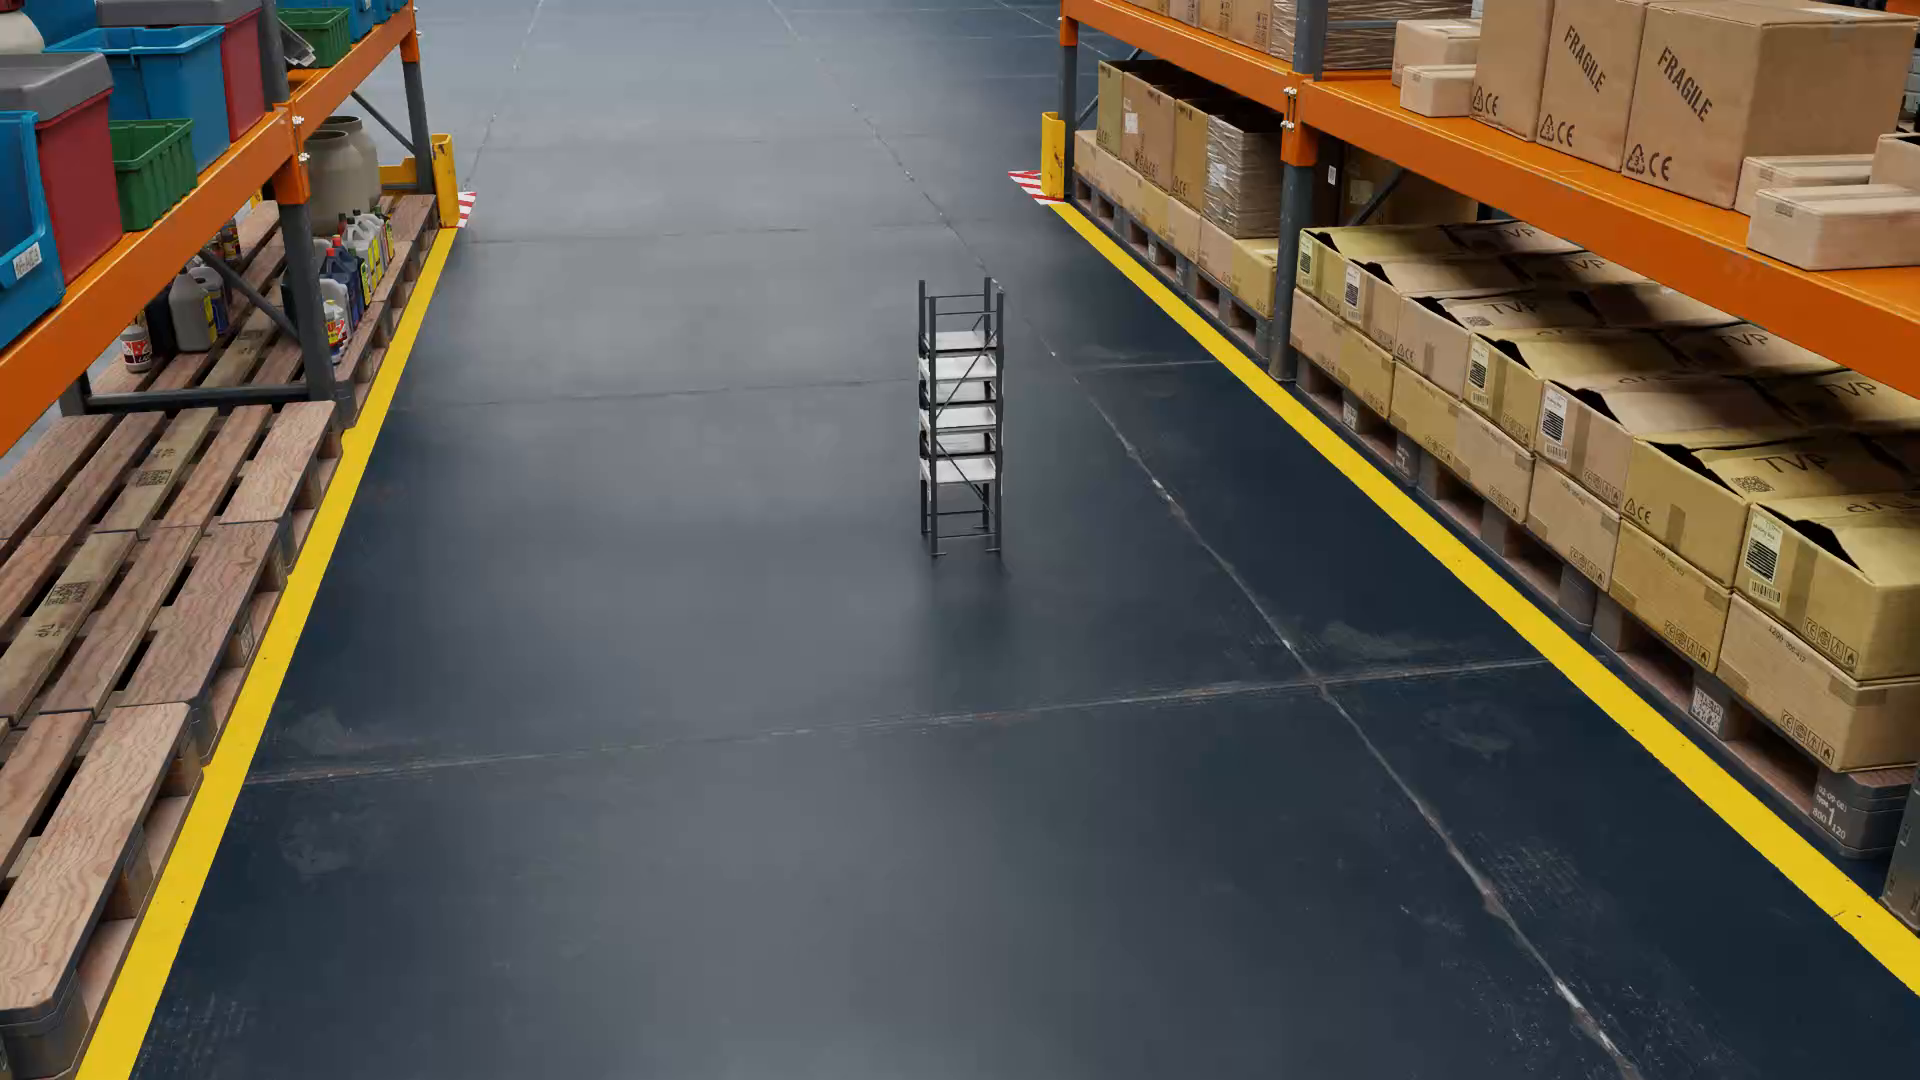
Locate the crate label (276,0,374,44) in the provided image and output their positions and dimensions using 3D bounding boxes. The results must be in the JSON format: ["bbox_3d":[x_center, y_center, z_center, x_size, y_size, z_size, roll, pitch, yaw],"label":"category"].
[{"bbox_3d":[-3.123,-2.644,8.012,0.502,0.435,0.616,-4,24,-10],"label":"crate label"}]

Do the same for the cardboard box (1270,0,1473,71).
[{"bbox_3d":[1.791,-2.343,7.243,0.700,0.500,0.500,-5,24,-11],"label":"cardboard box"}]

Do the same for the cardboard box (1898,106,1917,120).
[{"bbox_3d":[6.047,-2.755,11.121,0.500,0.311,0.500,-7,25,-16],"label":"cardboard box"}]

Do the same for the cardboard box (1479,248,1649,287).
[{"bbox_3d":[2.338,-0.970,6.434,0.500,0.311,0.500,-4,24,-8],"label":"cardboard box"}]

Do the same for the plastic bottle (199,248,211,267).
[{"bbox_3d":[-3.391,-1.167,7.519,0.061,0.283,0.133,-4,24,-10],"label":"plastic bottle"}]

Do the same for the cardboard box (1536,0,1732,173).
[{"bbox_3d":[2.195,-1.462,5.224,0.500,0.500,0.500,-4,24,-10],"label":"cardboard box"}]

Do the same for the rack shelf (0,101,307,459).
[{"bbox_3d":[-2.619,-0.642,4.371,1.077,0.370,4.000,-4,24,-10],"label":"rack shelf"}]

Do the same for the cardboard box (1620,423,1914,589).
[{"bbox_3d":[2.178,-0.131,4.513,0.500,0.311,0.500,-5,24,-11],"label":"cardboard box"}]

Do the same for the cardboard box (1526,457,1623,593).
[{"bbox_3d":[2.093,-0.072,5.077,0.500,0.250,0.500,-4,24,-9],"label":"cardboard box"}]

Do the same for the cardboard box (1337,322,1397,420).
[{"bbox_3d":[1.804,-0.678,6.464,0.500,0.250,0.500,-4,24,-8],"label":"cardboard box"}]

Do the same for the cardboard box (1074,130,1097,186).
[{"bbox_3d":[1.020,-2.402,10.412,0.500,0.250,0.500,-4,24,-10],"label":"cardboard box"}]

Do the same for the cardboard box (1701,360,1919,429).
[{"bbox_3d":[2.613,-0.374,5.068,0.500,0.311,0.500,-5,24,-11],"label":"cardboard box"}]

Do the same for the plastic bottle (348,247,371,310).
[{"bbox_3d":[-2.755,-1.206,7.607,0.061,0.283,0.133,-3,24,-7],"label":"plastic bottle"}]

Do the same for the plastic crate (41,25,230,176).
[{"bbox_3d":[-2.480,-1.340,5.090,0.392,0.384,0.575,-4,24,-10],"label":"plastic crate"}]

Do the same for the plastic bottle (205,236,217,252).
[{"bbox_3d":[-3.618,-1.373,8.004,0.097,0.271,0.097,0,24,0],"label":"plastic bottle"}]

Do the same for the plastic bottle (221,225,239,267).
[{"bbox_3d":[-3.681,-1.474,8.324,0.097,0.201,0.097,0,24,0],"label":"plastic bottle"}]

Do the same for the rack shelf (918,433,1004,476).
[{"bbox_3d":[0.001,-0.296,5.612,0.258,0.077,0.200,-4,24,-10],"label":"rack shelf"}]

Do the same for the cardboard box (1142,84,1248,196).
[{"bbox_3d":[1.295,-2.155,8.911,0.500,0.500,0.500,-4,24,-10],"label":"cardboard box"}]

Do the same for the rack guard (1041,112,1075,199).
[{"bbox_3d":[1.135,-2.561,10.988,1.175,0.500,0.348,-4,24,-10],"label":"rack guard"}]

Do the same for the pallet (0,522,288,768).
[{"bbox_3d":[-2.577,0.307,4.784,1.003,0.211,1.213,-4,24,-10],"label":"pallet"}]

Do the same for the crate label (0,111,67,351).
[{"bbox_3d":[-2.168,-0.612,3.359,0.502,0.435,0.616,-4,24,-10],"label":"crate label"}]

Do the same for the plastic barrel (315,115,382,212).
[{"bbox_3d":[-3.532,-2.131,9.465,0.421,0.512,0.421,0,24,0],"label":"plastic barrel"}]

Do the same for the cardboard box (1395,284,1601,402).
[{"bbox_3d":[1.895,-0.731,5.886,0.500,0.311,0.500,-5,24,-11],"label":"cardboard box"}]

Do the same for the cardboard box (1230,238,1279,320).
[{"bbox_3d":[1.579,-1.222,7.711,0.500,0.250,0.500,-4,24,-10],"label":"cardboard box"}]

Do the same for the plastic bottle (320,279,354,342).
[{"bbox_3d":[-2.704,-0.995,7.133,0.152,0.276,0.135,-3,24,-8],"label":"plastic bottle"}]

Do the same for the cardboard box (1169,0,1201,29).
[{"bbox_3d":[1.502,-2.949,8.630,0.700,0.500,0.500,-4,24,-8],"label":"cardboard box"}]

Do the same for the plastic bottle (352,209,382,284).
[{"bbox_3d":[-2.879,-1.409,7.988,0.144,0.351,0.185,-3,24,-8],"label":"plastic bottle"}]

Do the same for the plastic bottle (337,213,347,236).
[{"bbox_3d":[-3.043,-1.489,8.256,0.061,0.283,0.133,-4,24,-10],"label":"plastic bottle"}]

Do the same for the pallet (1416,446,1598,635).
[{"bbox_3d":[2.283,-0.078,5.664,1.003,0.211,1.213,-4,24,-10],"label":"pallet"}]

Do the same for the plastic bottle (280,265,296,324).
[{"bbox_3d":[-2.872,-1.083,7.243,0.144,0.351,0.185,-4,24,-10],"label":"plastic bottle"}]

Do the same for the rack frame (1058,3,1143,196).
[{"bbox_3d":[1.140,-3.697,10.466,1.000,3.000,0.127,-4,24,-10],"label":"rack frame"}]

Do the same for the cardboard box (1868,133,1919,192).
[{"bbox_3d":[2.644,-0.875,4.118,0.500,0.311,0.500,-5,24,-10],"label":"cardboard box"}]

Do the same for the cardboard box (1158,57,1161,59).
[{"bbox_3d":[1.531,-2.784,10.350,0.500,0.500,0.500,-4,24,-10],"label":"cardboard box"}]

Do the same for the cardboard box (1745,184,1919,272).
[{"bbox_3d":[2.181,-0.768,4.075,0.380,0.149,0.250,-4,24,-10],"label":"cardboard box"}]

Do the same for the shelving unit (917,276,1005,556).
[{"bbox_3d":[0.001,-0.409,5.563,0.258,0.900,0.210,-4,24,-10],"label":"shelving unit"}]

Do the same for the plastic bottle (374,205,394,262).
[{"bbox_3d":[-2.919,-1.554,8.404,0.061,0.283,0.133,-4,24,-8],"label":"plastic bottle"}]

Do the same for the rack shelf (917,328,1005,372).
[{"bbox_3d":[0.001,-0.626,5.468,0.258,0.077,0.200,-4,24,-10],"label":"rack shelf"}]

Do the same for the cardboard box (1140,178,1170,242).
[{"bbox_3d":[1.296,-1.812,9.061,0.500,0.250,0.500,-4,24,-10],"label":"cardboard box"}]

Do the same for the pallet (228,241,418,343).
[{"bbox_3d":[-3.302,-1.228,8.299,1.003,0.211,1.213,-4,24,-10],"label":"pallet"}]

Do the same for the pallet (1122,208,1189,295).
[{"bbox_3d":[1.544,-1.642,9.246,1.003,0.211,1.213,-4,24,-10],"label":"pallet"}]

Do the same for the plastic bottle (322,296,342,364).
[{"bbox_3d":[-2.617,-0.867,6.847,0.097,0.271,0.097,0,24,0],"label":"plastic bottle"}]

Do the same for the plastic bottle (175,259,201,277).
[{"bbox_3d":[-3.487,-1.180,7.465,0.144,0.351,0.185,-4,24,-10],"label":"plastic bottle"}]

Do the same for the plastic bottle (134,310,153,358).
[{"bbox_3d":[-3.402,-0.880,6.861,0.061,0.283,0.133,-3,24,-7],"label":"plastic bottle"}]

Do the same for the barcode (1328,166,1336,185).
[{"bbox_3d":[1.517,-1.488,6.784,0.001,0.075,0.075,-4,24,-10],"label":"barcode"}]

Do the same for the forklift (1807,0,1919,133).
[{"bbox_3d":[4.095,-2.556,7.941,1.130,2.935,3.031,-5,24,-10],"label":"forklift"}]

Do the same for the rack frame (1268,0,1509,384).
[{"bbox_3d":[1.879,-2.123,6.864,1.000,3.000,0.127,-4,24,-10],"label":"rack frame"}]
